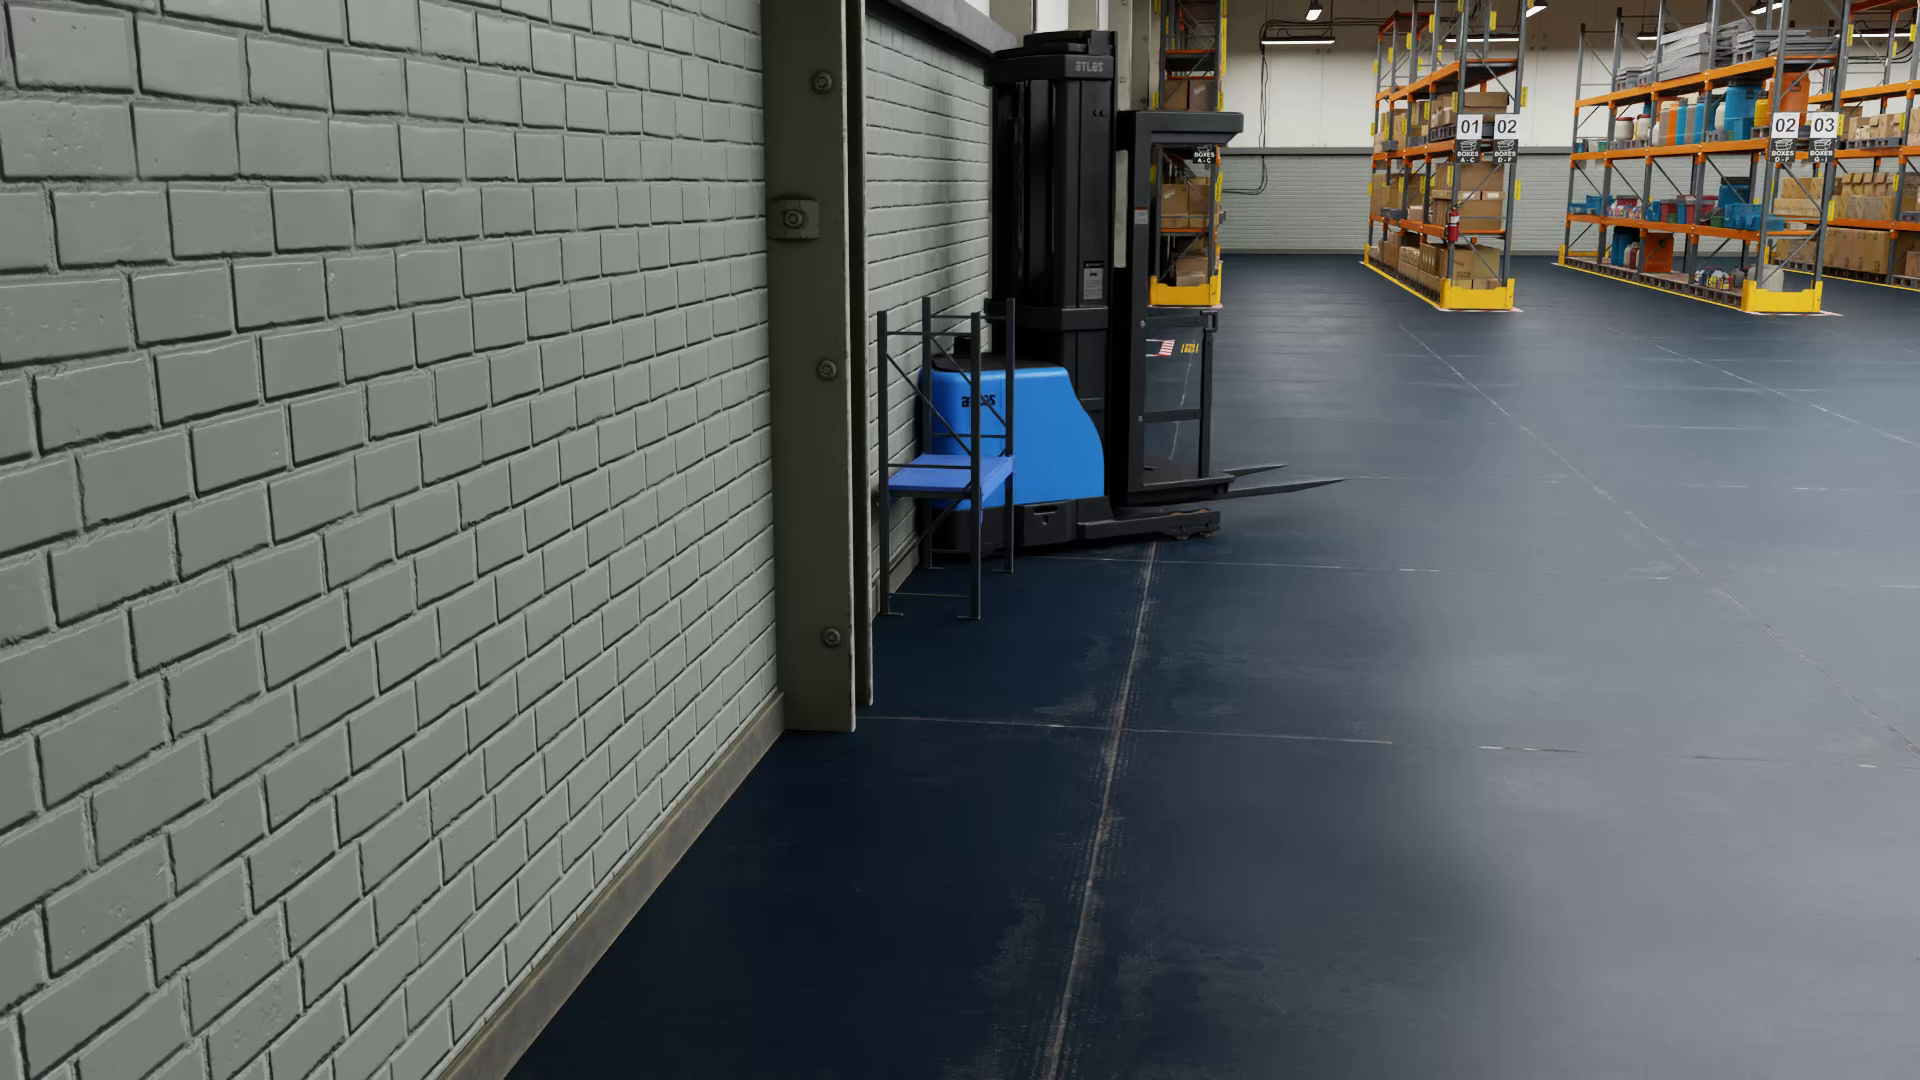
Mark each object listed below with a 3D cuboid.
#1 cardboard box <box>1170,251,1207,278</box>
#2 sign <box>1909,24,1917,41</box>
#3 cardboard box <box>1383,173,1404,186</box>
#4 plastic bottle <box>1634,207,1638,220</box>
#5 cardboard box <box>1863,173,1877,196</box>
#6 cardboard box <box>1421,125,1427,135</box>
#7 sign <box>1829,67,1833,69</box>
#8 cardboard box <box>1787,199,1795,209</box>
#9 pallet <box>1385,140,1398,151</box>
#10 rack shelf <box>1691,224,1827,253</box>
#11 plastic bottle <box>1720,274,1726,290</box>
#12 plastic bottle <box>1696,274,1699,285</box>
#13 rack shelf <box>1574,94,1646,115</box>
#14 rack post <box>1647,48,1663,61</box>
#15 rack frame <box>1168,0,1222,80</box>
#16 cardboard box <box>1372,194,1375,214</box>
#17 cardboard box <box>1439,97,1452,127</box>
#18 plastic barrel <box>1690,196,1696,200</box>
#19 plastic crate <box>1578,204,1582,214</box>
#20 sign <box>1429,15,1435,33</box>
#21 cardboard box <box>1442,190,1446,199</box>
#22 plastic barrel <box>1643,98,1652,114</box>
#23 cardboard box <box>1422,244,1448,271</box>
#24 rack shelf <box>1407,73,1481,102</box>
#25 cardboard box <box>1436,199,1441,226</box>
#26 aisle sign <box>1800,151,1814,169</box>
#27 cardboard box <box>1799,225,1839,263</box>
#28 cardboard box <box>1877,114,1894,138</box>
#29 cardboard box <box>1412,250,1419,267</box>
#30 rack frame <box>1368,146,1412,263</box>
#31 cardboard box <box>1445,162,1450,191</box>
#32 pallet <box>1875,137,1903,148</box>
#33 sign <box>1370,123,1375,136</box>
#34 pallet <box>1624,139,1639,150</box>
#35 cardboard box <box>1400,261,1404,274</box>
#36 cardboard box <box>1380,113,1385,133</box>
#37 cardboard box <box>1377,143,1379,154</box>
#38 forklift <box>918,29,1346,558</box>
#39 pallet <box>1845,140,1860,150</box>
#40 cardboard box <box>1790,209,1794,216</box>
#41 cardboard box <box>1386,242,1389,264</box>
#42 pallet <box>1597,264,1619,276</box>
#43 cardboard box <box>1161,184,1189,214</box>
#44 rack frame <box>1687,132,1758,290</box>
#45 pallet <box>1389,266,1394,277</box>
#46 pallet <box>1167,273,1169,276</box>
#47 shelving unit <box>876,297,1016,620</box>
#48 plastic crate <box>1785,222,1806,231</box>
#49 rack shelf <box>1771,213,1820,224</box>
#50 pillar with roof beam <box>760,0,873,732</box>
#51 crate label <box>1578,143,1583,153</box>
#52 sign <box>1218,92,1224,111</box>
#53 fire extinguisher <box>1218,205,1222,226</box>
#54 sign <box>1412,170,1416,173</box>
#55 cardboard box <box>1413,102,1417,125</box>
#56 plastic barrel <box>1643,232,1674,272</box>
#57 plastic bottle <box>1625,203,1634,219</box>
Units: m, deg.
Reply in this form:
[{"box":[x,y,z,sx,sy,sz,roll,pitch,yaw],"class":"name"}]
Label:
[{"box":[4.608,-5.563,33.574,0.700,0.500,0.500,2,12,11],"class":"cardboard box"},{"box":[19.260,-10.251,33.606,0.100,0.325,0.005,2,12,9],"class":"sign"},{"box":[10.459,-8.573,40.042,0.500,0.500,0.500,2,12,9],"class":"cardboard box"},{"box":[14.657,-7.075,36.006,0.097,0.271,0.097,0,12,0],"class":"plastic bottle"},{"box":[20.137,-7.733,36.139,0.797,0.503,0.637,2,12,10],"class":"cardboard box"},{"box":[10.007,-8.591,34.975,0.500,0.250,0.500,1,12,4],"class":"cardboard box"},{"box":[21.574,-11.840,41.167,0.100,0.325,0.005,2,12,9],"class":"sign"},{"box":[20.545,-8.200,40.574,0.500,0.250,0.500,1,12,7],"class":"cardboard box"},{"box":[10.311,-8.946,37.712,1.213,0.211,1.003,2,12,9],"class":"pallet"},{"box":[13.993,-5.327,29.298,1.077,0.370,4.000,2,12,9],"class":"rack shelf"},{"box":[13.534,-4.571,29.486,0.061,0.283,0.133,2,12,10],"class":"plastic bottle"},{"box":[13.802,-4.869,31.063,0.097,0.201,0.097,0,12,0],"class":"plastic bottle"},{"box":[15.838,-10.562,40.300,1.077,0.370,4.000,2,12,9],"class":"rack shelf"},{"box":[14.938,-10.278,35.099,0.624,0.289,0.986,2,12,9],"class":"rack post"},{"box":[4.511,-9.349,32.012,1.000,3.000,0.127,2,12,9],"class":"rack frame"},{"box":[10.849,-8.612,42.595,0.500,0.500,0.500,2,12,8],"class":"cardboard box"},{"box":[9.028,-7.708,29.945,0.797,0.503,0.637,3,13,15],"class":"cardboard box"},{"box":[14.903,-6.673,33.574,0.421,0.512,0.421,0,12,0],"class":"plastic barrel"},{"box":[15.580,-8.226,41.296,0.416,0.233,0.300,2,12,9],"class":"plastic crate"},{"box":[8.868,-9.699,31.234,0.100,0.325,0.005,2,12,9],"class":"sign"},{"box":[8.939,-6.250,30.097,0.380,0.149,0.250,2,12,8],"class":"cardboard box"},{"box":[15.419,-9.317,36.797,0.600,0.901,0.708,2,12,9],"class":"plastic barrel"},{"box":[8.956,-5.293,31.184,0.500,0.500,0.500,2,12,9],"class":"cardboard box"},{"box":[9.714,-9.058,33.320,1.077,0.370,4.000,2,12,9],"class":"rack shelf"},{"box":[9.270,-6.102,30.952,0.700,0.500,0.500,2,12,8],"class":"cardboard box"},{"box":[21.347,-9.708,41.751,0.394,0.787,0.004,2,12,9],"class":"aisle sign"},{"box":[20.743,-7.088,39.812,0.875,0.875,0.875,2,12,9],"class":"cardboard box"},{"box":[19.878,-8.799,35.350,0.500,0.500,0.500,3,12,12],"class":"cardboard box"},{"box":[9.259,-5.593,33.027,0.500,0.311,0.500,2,12,10],"class":"cardboard box"},{"box":[11.252,-8.754,43.494,1.000,3.000,0.127,2,12,9],"class":"rack frame"},{"box":[9.113,-6.533,29.872,0.700,0.500,0.500,2,12,9],"class":"cardboard box"},{"box":[19.856,-8.277,34.607,1.213,0.211,1.003,2,12,11],"class":"pallet"},{"box":[10.716,-10.665,43.167,0.100,0.325,0.005,2,12,9],"class":"sign"},{"box":[15.335,-8.732,36.718,1.003,0.211,1.213,2,12,9],"class":"pallet"},{"box":[9.574,-5.746,35.064,0.500,0.250,0.500,2,12,7],"class":"cardboard box"},{"box":[11.028,-10.549,42.093,0.700,0.500,0.500,2,12,9],"class":"cardboard box"},{"box":[10.757,-9.841,41.771,0.500,0.250,0.500,2,12,9],"class":"cardboard box"},{"box":[1.006,-1.525,10.112,3.031,2.935,1.130,-6,14,-27],"class":"forklift"},{"box":[20.332,-8.780,36.948,0.805,0.209,1.217,1,12,6],"class":"pallet"},{"box":[20.464,-7.979,40.492,0.380,0.149,0.250,2,12,8],"class":"cardboard box"},{"box":[10.250,-6.710,38.900,0.500,0.500,0.500,2,12,9],"class":"cardboard box"},{"box":[15.371,-6.238,38.436,1.003,0.211,1.213,2,12,9],"class":"pallet"},{"box":[3.758,-5.991,29.202,0.500,0.500,0.500,2,12,8],"class":"cardboard box"},{"box":[14.300,-6.095,31.154,1.000,3.000,0.127,2,12,9],"class":"rack frame"},{"box":[10.364,-6.133,37.951,1.003,0.211,1.213,2,12,9],"class":"pallet"},{"box":[4.814,-5.470,34.872,1.003,0.211,1.213,2,12,9],"class":"pallet"},{"box":[-0.052,-0.458,8.560,0.538,1.500,1.048,2,12,11],"class":"shelving unit"},{"box":[14.140,-5.309,28.134,0.298,0.136,0.250,2,12,9],"class":"plastic crate"},{"box":[20.732,-7.664,40.145,1.077,0.370,4.000,2,12,9],"class":"rack shelf"},{"box":[3.711,-3.554,5.125,9.100,9.000,0.400,2,12,9],"class":"pillar with roof beam"},{"box":[15.684,-9.805,41.603,0.408,0.251,0.502,2,12,9],"class":"crate label"},{"box":[4.432,-7.459,28.291,0.100,0.325,0.005,2,12,9],"class":"sign"},{"box":[6.836,-8.710,44.359,0.296,0.674,0.183,2,12,9],"class":"fire extinguisher"},{"box":[11.797,-9.452,43.236,0.100,0.325,0.005,2,12,9],"class":"sign"},{"box":[10.173,-9.290,36.248,0.500,0.500,0.500,2,12,9],"class":"cardboard box"},{"box":[14.974,-6.174,35.678,0.600,0.830,0.708,2,12,9],"class":"plastic barrel"},{"box":[14.797,-7.271,36.730,0.144,0.351,0.185,2,12,9],"class":"plastic bottle"}]
